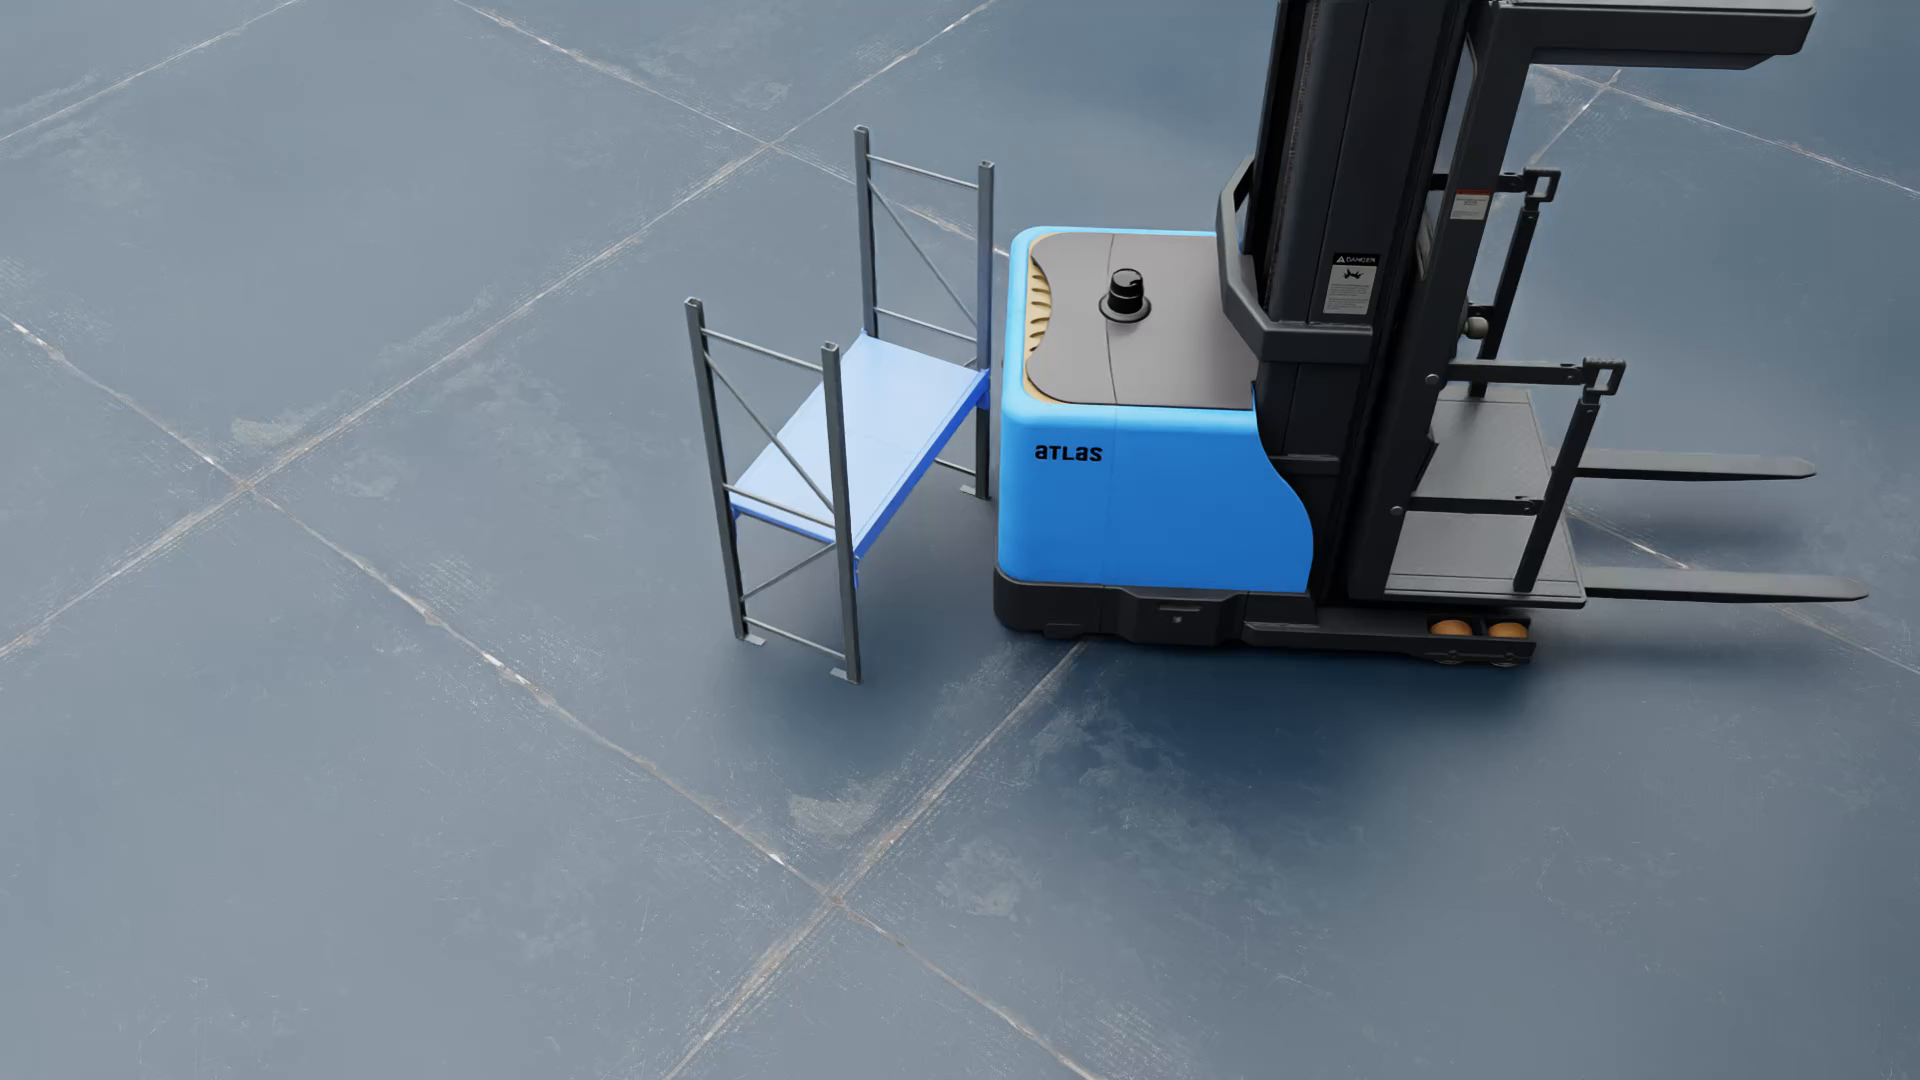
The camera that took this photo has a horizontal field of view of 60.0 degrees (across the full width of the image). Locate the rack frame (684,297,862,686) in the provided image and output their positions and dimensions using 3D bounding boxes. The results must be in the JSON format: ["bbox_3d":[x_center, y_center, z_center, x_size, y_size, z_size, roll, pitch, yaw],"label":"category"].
[{"bbox_3d":[-0.572,-0.103,5.311,0.500,1.500,0.032,20,49,18],"label":"rack frame"}]

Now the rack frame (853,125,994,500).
[{"bbox_3d":[-0.120,-0.761,5.940,0.500,1.500,0.032,20,49,18],"label":"rack frame"}]

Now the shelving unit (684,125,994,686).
[{"bbox_3d":[-0.346,-0.432,5.626,0.500,1.500,1.048,20,49,18],"label":"shelving unit"}]

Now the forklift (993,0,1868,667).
[{"bbox_3d":[1.654,-0.968,5.147,3.031,2.935,1.130,2,46,2],"label":"forklift"}]

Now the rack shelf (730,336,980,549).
[{"bbox_3d":[-0.346,-0.342,5.720,0.459,0.062,0.952,20,49,18],"label":"rack shelf"}]
